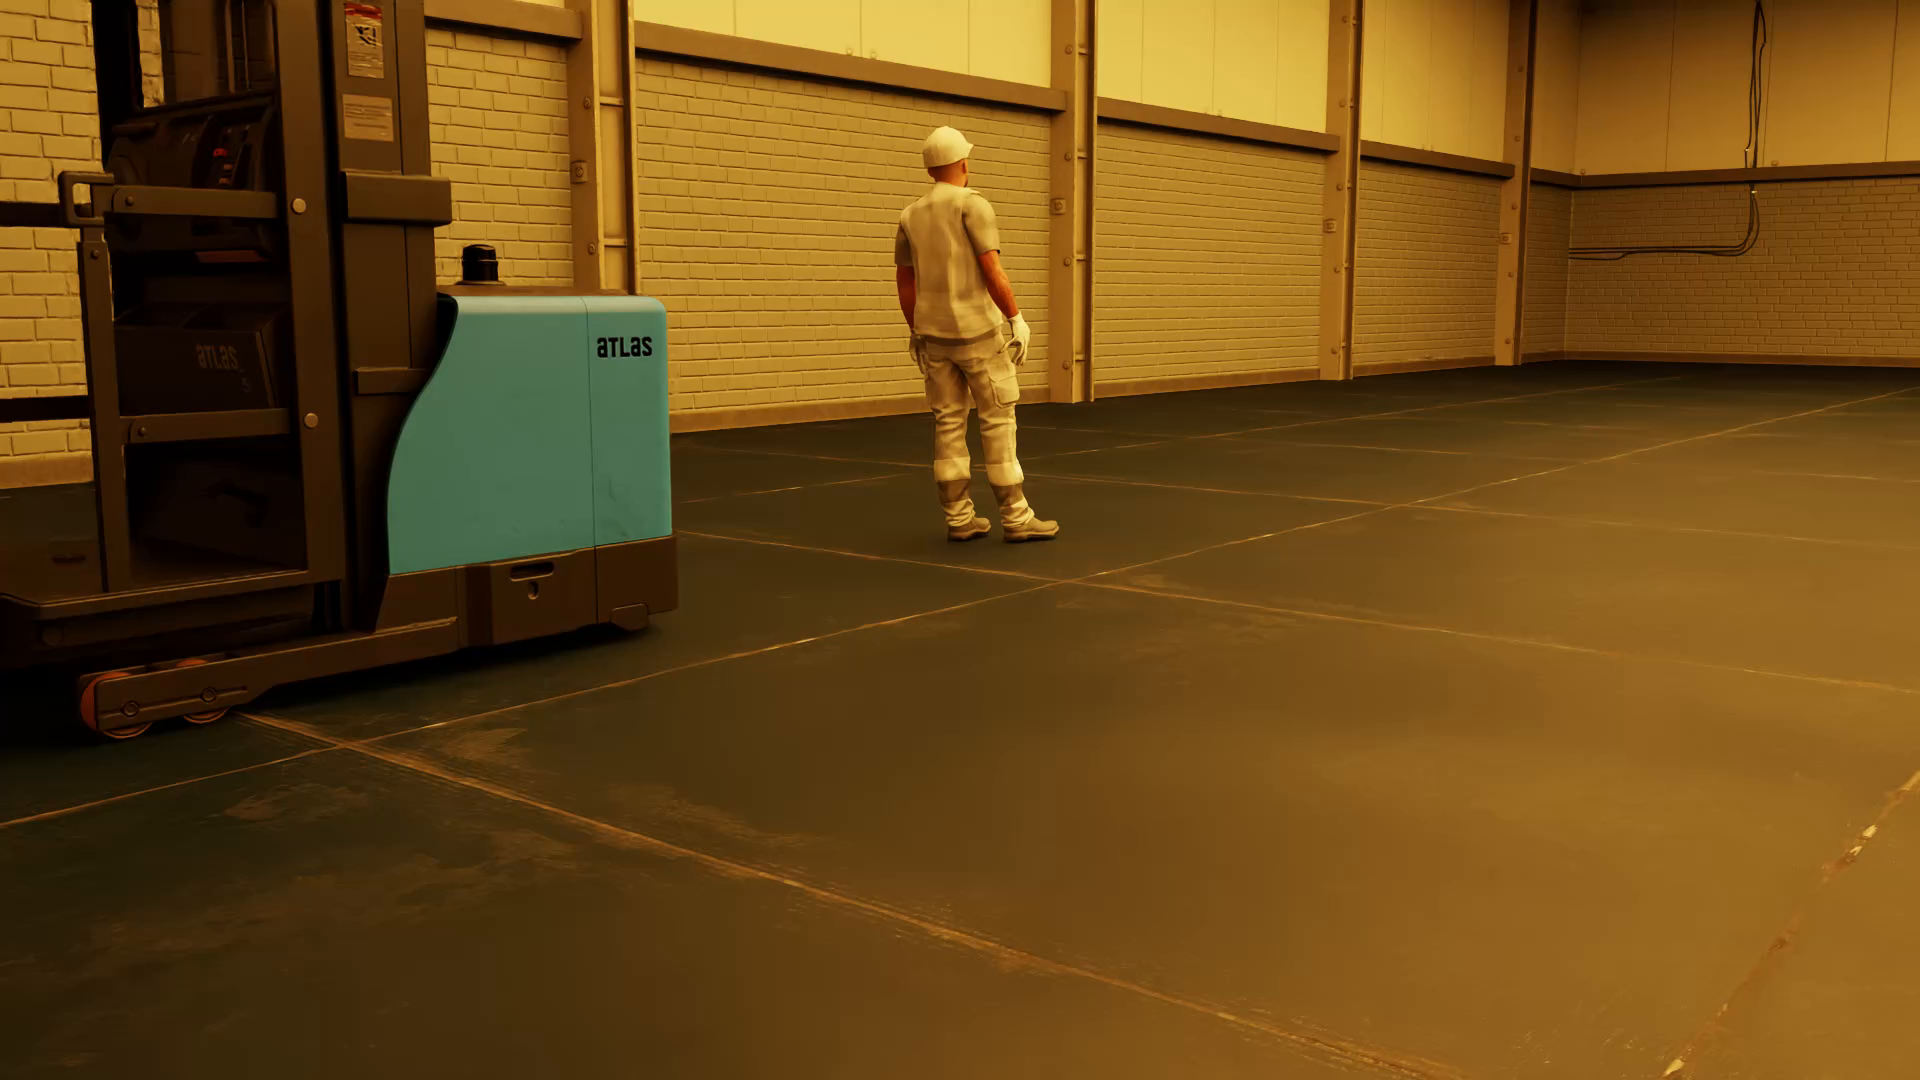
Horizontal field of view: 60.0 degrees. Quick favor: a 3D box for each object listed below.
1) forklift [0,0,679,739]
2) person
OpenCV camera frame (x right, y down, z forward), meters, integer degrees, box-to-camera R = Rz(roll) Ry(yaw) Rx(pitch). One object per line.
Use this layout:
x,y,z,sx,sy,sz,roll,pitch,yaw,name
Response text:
-2.258,-1.044,4.416,1.130,2.935,3.031,7,11,40,forklift
0.060,-0.900,7.328,0.637,1.787,0.564,7,11,38,person
